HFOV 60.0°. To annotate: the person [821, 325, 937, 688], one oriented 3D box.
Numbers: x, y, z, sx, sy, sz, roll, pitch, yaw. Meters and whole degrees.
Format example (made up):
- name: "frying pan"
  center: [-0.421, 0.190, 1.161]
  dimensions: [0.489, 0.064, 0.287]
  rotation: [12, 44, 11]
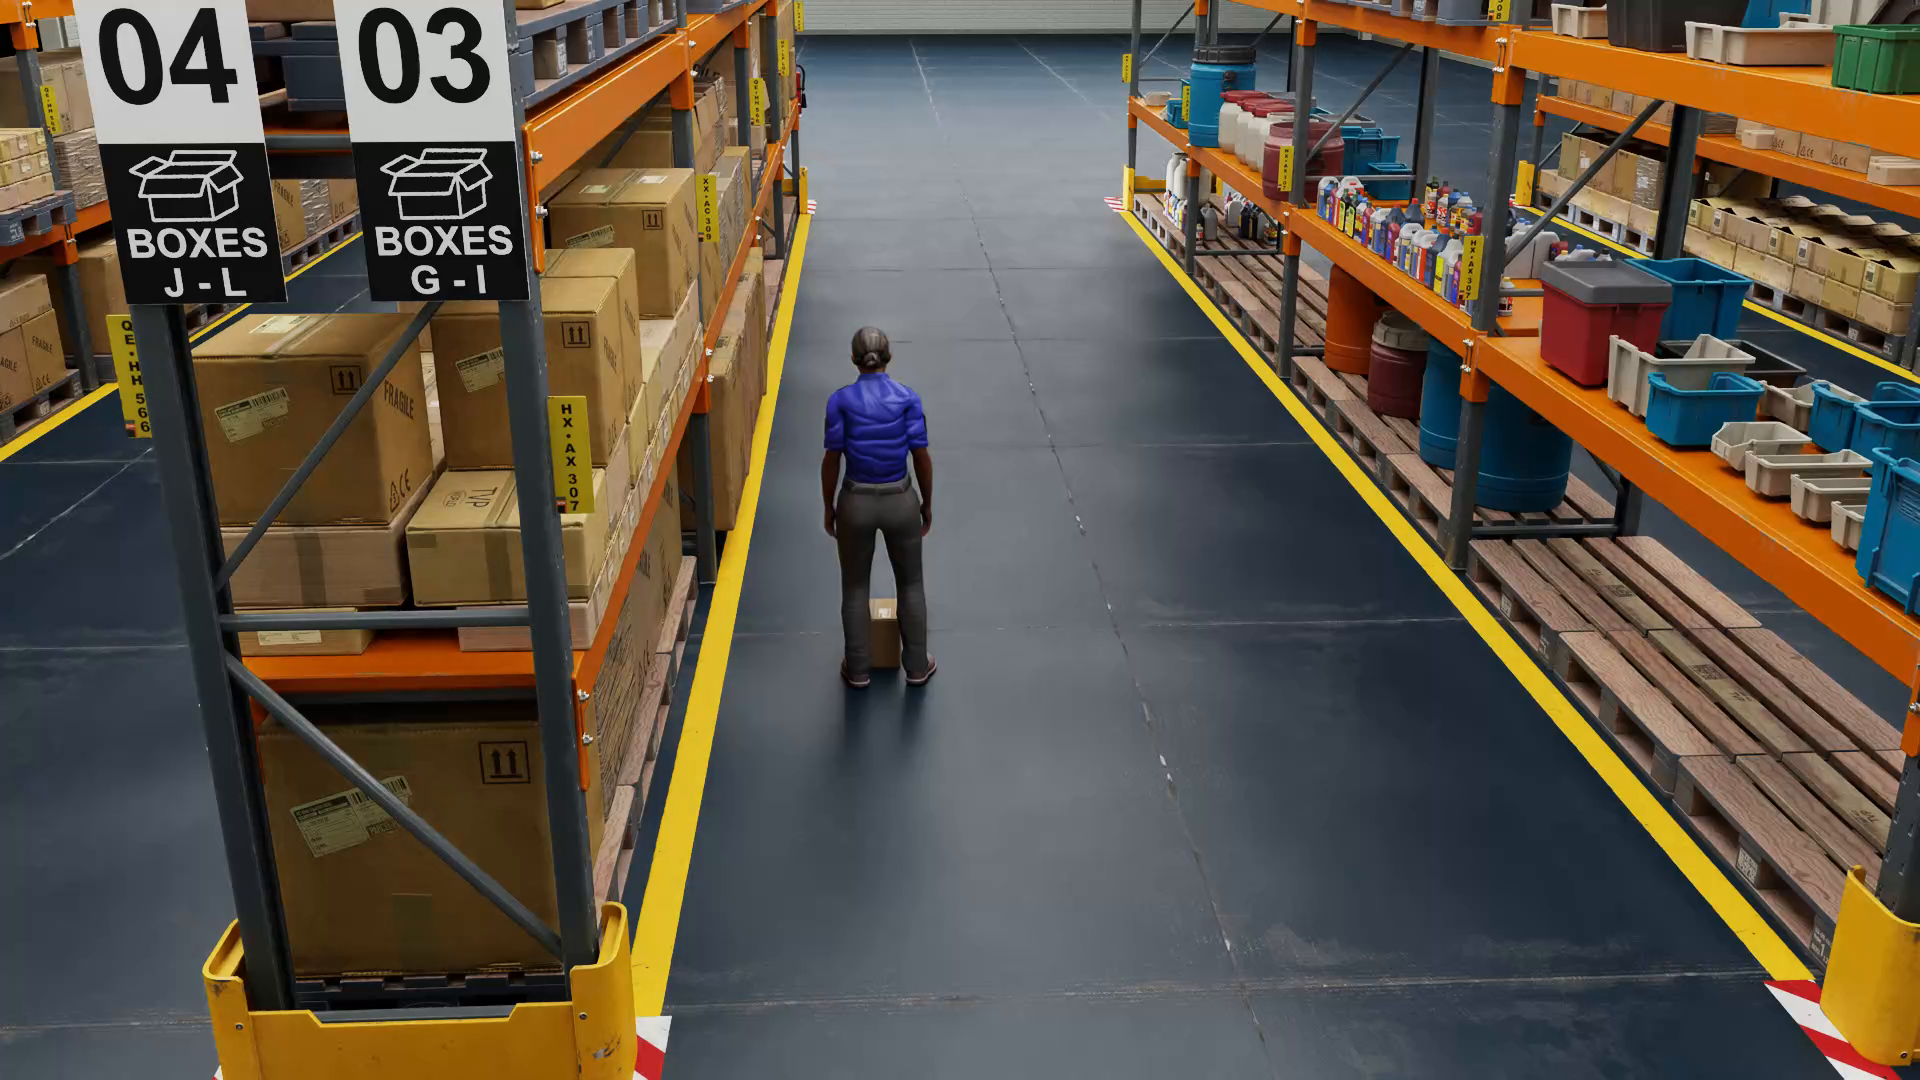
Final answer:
- name: "person"
  center: [-0.360, -0.136, 7.446]
  dimensions: [0.510, 1.655, 0.349]
  rotation: [-1, 21, -3]
